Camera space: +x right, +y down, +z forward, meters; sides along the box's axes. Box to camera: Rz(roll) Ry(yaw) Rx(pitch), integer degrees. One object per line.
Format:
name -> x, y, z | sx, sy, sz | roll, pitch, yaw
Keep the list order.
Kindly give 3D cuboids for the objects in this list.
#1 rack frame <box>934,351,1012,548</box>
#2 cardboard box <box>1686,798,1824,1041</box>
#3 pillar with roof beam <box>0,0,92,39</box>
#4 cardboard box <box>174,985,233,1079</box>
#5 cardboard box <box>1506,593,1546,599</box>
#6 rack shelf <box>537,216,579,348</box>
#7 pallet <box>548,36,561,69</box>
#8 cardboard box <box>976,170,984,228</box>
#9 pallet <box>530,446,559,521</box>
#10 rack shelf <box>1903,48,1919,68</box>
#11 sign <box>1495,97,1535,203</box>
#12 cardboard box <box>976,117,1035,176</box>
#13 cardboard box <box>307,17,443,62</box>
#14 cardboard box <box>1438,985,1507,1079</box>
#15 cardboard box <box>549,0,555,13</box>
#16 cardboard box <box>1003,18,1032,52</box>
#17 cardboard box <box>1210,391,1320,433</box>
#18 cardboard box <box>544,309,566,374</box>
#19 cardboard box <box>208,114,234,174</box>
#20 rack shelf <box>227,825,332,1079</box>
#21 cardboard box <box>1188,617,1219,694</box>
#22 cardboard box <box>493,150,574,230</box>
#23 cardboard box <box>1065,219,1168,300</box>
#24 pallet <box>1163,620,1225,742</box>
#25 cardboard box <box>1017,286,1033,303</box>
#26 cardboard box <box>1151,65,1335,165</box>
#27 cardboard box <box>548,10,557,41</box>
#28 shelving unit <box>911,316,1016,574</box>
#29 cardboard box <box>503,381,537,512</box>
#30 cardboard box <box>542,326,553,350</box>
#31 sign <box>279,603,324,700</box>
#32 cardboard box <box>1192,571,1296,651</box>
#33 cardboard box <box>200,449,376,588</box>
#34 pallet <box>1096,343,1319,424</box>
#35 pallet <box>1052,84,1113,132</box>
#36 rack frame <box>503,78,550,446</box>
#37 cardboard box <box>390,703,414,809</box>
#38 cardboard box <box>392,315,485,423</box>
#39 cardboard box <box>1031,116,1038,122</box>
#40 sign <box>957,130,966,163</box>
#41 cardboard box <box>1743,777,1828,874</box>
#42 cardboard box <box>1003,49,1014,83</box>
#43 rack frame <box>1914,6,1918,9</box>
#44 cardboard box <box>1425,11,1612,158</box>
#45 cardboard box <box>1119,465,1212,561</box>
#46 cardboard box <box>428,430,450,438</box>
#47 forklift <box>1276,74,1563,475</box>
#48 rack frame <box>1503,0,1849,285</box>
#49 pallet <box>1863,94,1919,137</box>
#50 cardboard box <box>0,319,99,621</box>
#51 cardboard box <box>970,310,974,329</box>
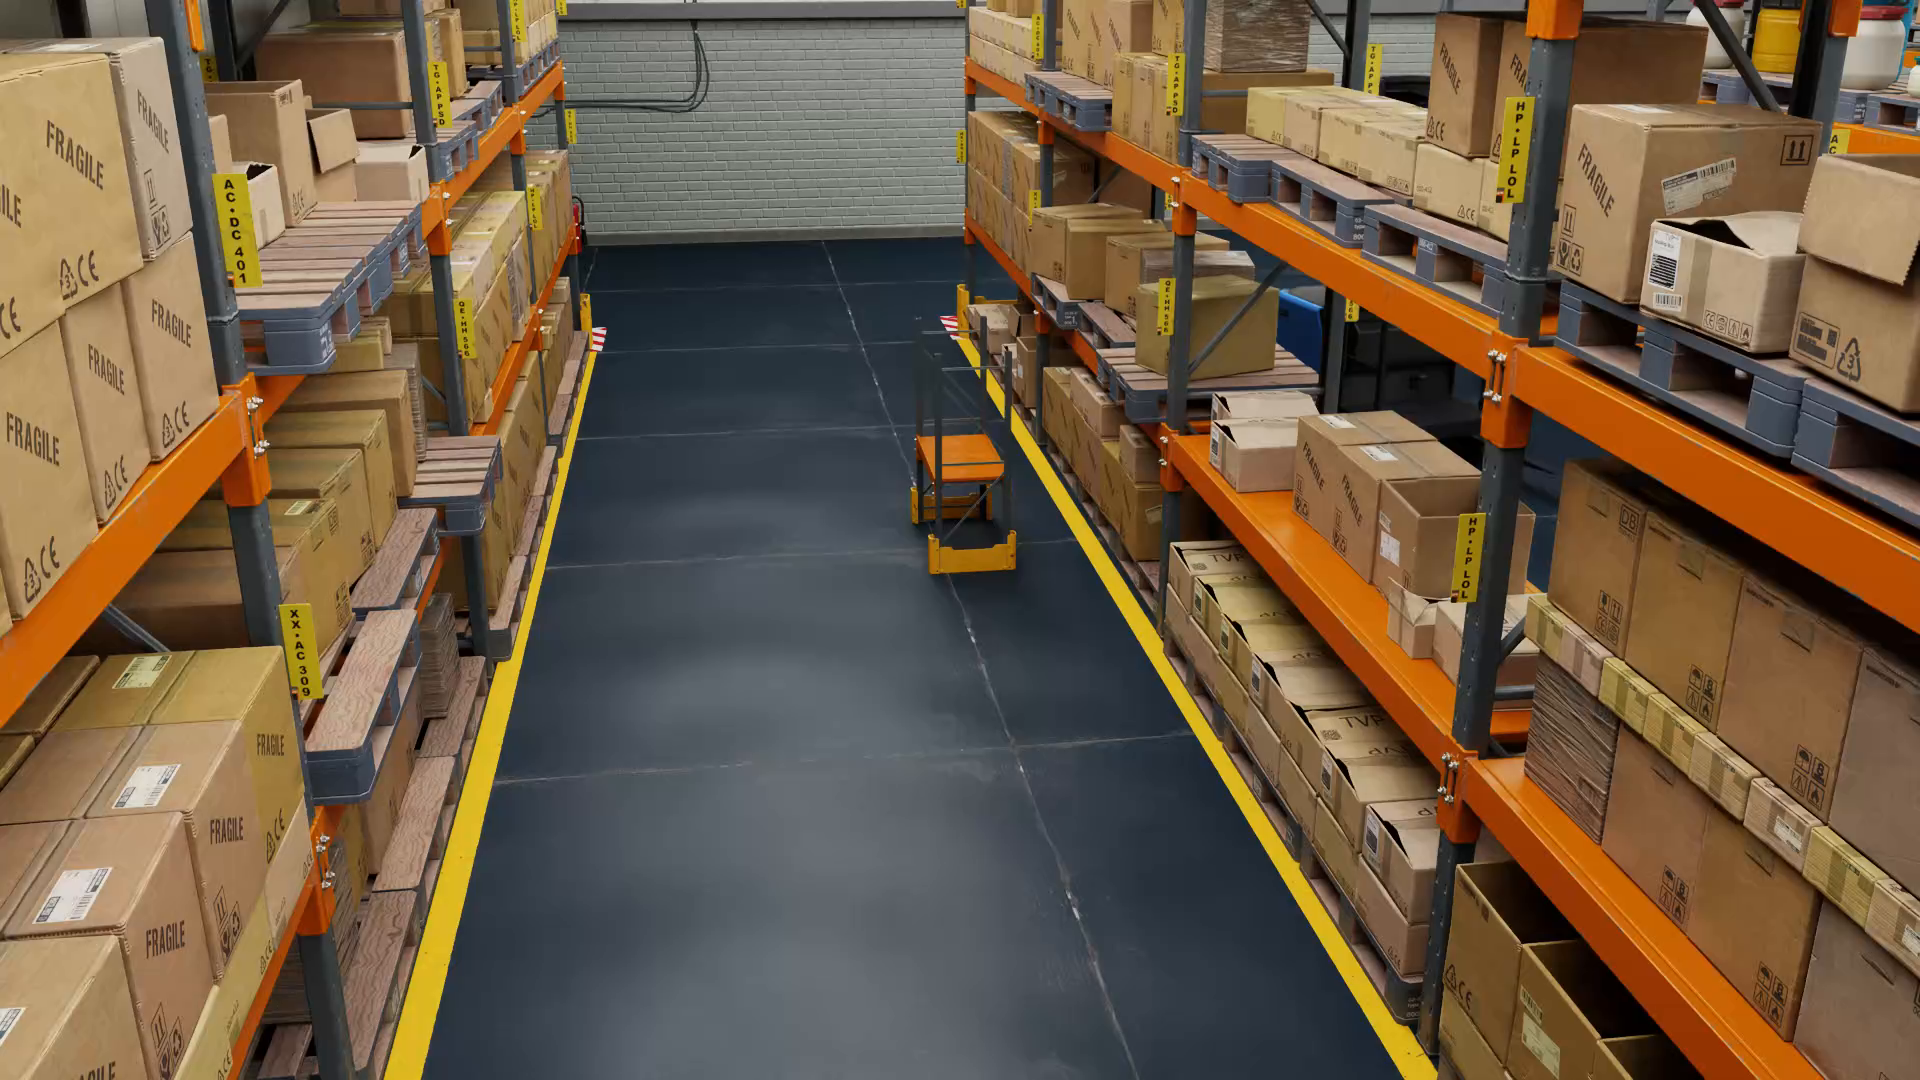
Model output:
rack frame -> 0.086, -0.497, 10.903 | 0.500, 1.500, 0.032 | -3, 21, -8
cardboard box -> 2.506, 1.001, 4.606 | 0.700, 0.500, 0.500 | -3, 21, -7
pillar with roof beam -> 0.399, -3.129, 7.233 | 9.100, 9.000, 0.400 | -3, 21, -8
cardboard box -> -2.096, 1.345, 4.013 | 0.500, 0.250, 0.500 | -3, 21, -8
cardboard box -> 2.360, 0.339, 6.881 | 0.380, 0.149, 0.250 | -3, 21, -8
rack shelf -> -4.058, -2.336, 14.711 | 1.077, 0.370, 4.000 | -3, 21, -8
pallet -> -4.229, -4.473, 15.244 | 1.003, 0.211, 1.213 | -3, 21, -8
cardboard box -> 0.438, -3.318, 16.170 | 0.500, 0.500, 0.500 | -3, 21, -8
pallet -> -3.583, -0.411, 12.514 | 1.003, 0.211, 1.213 | -3, 21, -8
rack shelf -> 10.647, -4.491, 16.193 | 1.077, 0.370, 4.000 | -3, 21, -8
sign -> 1.750, -1.226, 5.235 | 0.100, 0.325, 0.005 | -3, 21, -8
cardboard box -> 0.441, -3.784, 15.989 | 0.500, 0.500, 0.500 | -3, 21, -7
cardboard box -> -3.598, -2.962, 10.301 | 0.700, 0.500, 0.500 | -3, 21, -8
cardboard box -> 2.052, 1.805, 5.925 | 0.500, 0.250, 0.500 | -3, 21, -8
cardboard box -> -3.970, -5.056, 15.077 | 0.500, 0.500, 0.500 | -3, 21, -8
cardboard box -> 0.655, -4.302, 14.160 | 0.500, 0.250, 0.500 | -3, 21, -8
cardboard box -> 1.718, -0.677, 9.368 | 0.500, 0.311, 0.500 | -2, 21, -4
cardboard box -> -4.001, -1.806, 15.238 | 0.700, 0.500, 0.500 | -4, 21, -10
cardboard box -> -2.616, -1.053, 5.217 | 0.500, 0.500, 0.500 | 0, 20, 0
rack shelf -> -2.328, 1.819, 3.587 | 1.077, 0.370, 4.000 | -3, 21, -8
cardboard box -> 1.567, 0.615, 9.112 | 0.500, 0.250, 0.500 | -3, 21, -9
cardboard box -> -4.262, -3.330, 15.916 | 0.980, 0.700, 0.700 | -2, 21, -5
cardboard box -> 1.141, -2.065, 12.215 | 0.700, 0.500, 0.500 | 0, 20, 1
pallet -> 1.789, 0.747, 9.415 | 1.003, 0.211, 1.213 | -3, 21, -8
cardboard box -> 0.878, -2.476, 17.002 | 0.500, 0.500, 0.500 | -3, 21, -8
cardboard box -> 1.612, -2.448, 9.553 | 0.910, 0.500, 0.500 | -3, 21, -8
cardboard box -> -3.978, -4.704, 15.207 | 0.500, 0.250, 0.500 | -2, 21, -6
shelving unit -> 0.011, -0.676, 11.383 | 0.587, 1.500, 1.083 | -3, 21, -8
cardboard box -> -3.416, -0.644, 11.626 | 0.750, 0.750, 0.750 | -2, 21, -6
cardboard box -> -3.644, -1.702, 14.031 | 0.380, 0.149, 0.250 | -2, 21, -6
sign -> -2.080, 0.354, 5.244 | 0.100, 0.325, 0.005 | -3, 21, -8
cardboard box -> 1.578, 0.360, 8.994 | 0.500, 0.311, 0.500 | -3, 21, -9
cardboard box -> -2.855, -0.062, 6.823 | 0.700, 0.500, 0.500 | 0, 20, 0
pallet -> 1.542, -0.988, 10.348 | 1.213, 0.211, 1.003 | -3, 21, -8
pallet -> 1.309, -2.960, 11.337 | 1.213, 0.211, 1.003 | -3, 21, -8
rack frame -> -3.769, -1.980, 12.732 | 1.000, 3.000, 0.127 | -3, 21, -8
cardboard box -> -2.978, 0.971, 7.773 | 0.700, 0.500, 0.500 | -3, 21, -8
cardboard box -> -3.009, -0.972, 9.435 | 0.500, 0.500, 0.500 | -2, 21, -6
cardboard box -> 0.965, -3.817, 16.076 | 0.500, 0.500, 0.500 | -2, 21, -6
sign -> 0.019, -3.995, 16.887 | 0.100, 0.325, 0.005 | -3, 21, -8
cardboard box -> 2.322, 0.736, 4.388 | 0.380, 0.149, 0.250 | -4, 21, -9
cardboard box -> 0.657, -4.068, 14.247 | 0.500, 0.250, 0.500 | -3, 21, -8
rack frame -> 10.359, -6.925, 17.397 | 1.000, 3.000, 0.127 | -3, 21, -8
cardboard box -> 2.130, -1.756, 6.386 | 0.500, 0.500, 0.500 | -1, 21, -3
cardboard box -> 1.342, -0.194, 10.892 | 0.500, 0.500, 0.500 | -2, 21, -6
cardboard box -> -3.011, -0.613, 9.400 | 0.380, 0.149, 0.250 | -3, 21, -9
forklift -> 3.688, -2.122, 13.208 | 1.130, 2.935, 3.031 | -7, 22, -18
rack frame -> 2.285, -2.272, 4.938 | 1.000, 3.000, 0.127 | -3, 21, -8
pallet -> 6.597, -2.682, 10.592 | 1.003, 0.211, 1.213 | -3, 21, -8
cardboard box -> -2.121, -0.144, 3.356 | 0.500, 0.500, 0.500 | -4, 21, -10
cardboard box -> 0.312, -2.246, 16.864 | 0.380, 0.166, 0.250 | -3, 21, -8
